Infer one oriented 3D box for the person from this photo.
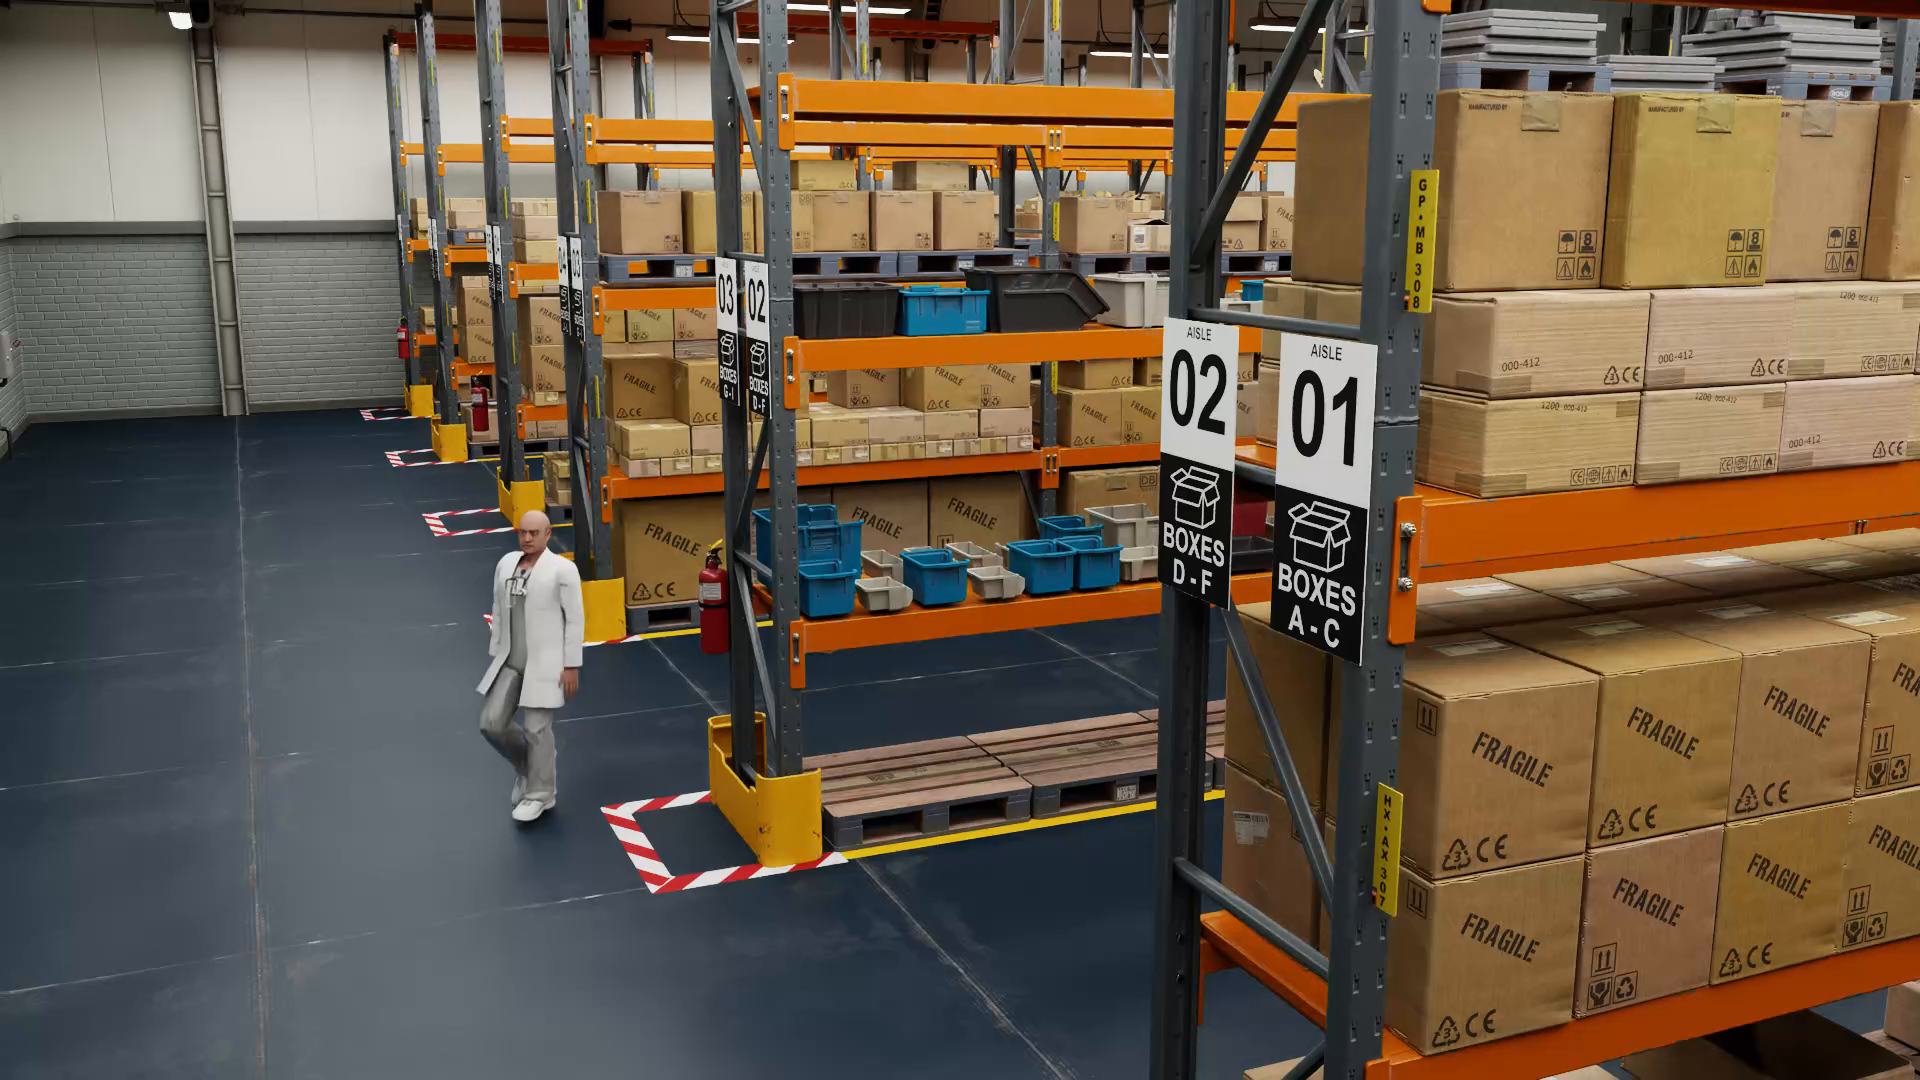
[{"bbox_3d":[-2.455,0.720,9.496,0.630,1.753,0.517,4,13,20],"label":"person"}]
